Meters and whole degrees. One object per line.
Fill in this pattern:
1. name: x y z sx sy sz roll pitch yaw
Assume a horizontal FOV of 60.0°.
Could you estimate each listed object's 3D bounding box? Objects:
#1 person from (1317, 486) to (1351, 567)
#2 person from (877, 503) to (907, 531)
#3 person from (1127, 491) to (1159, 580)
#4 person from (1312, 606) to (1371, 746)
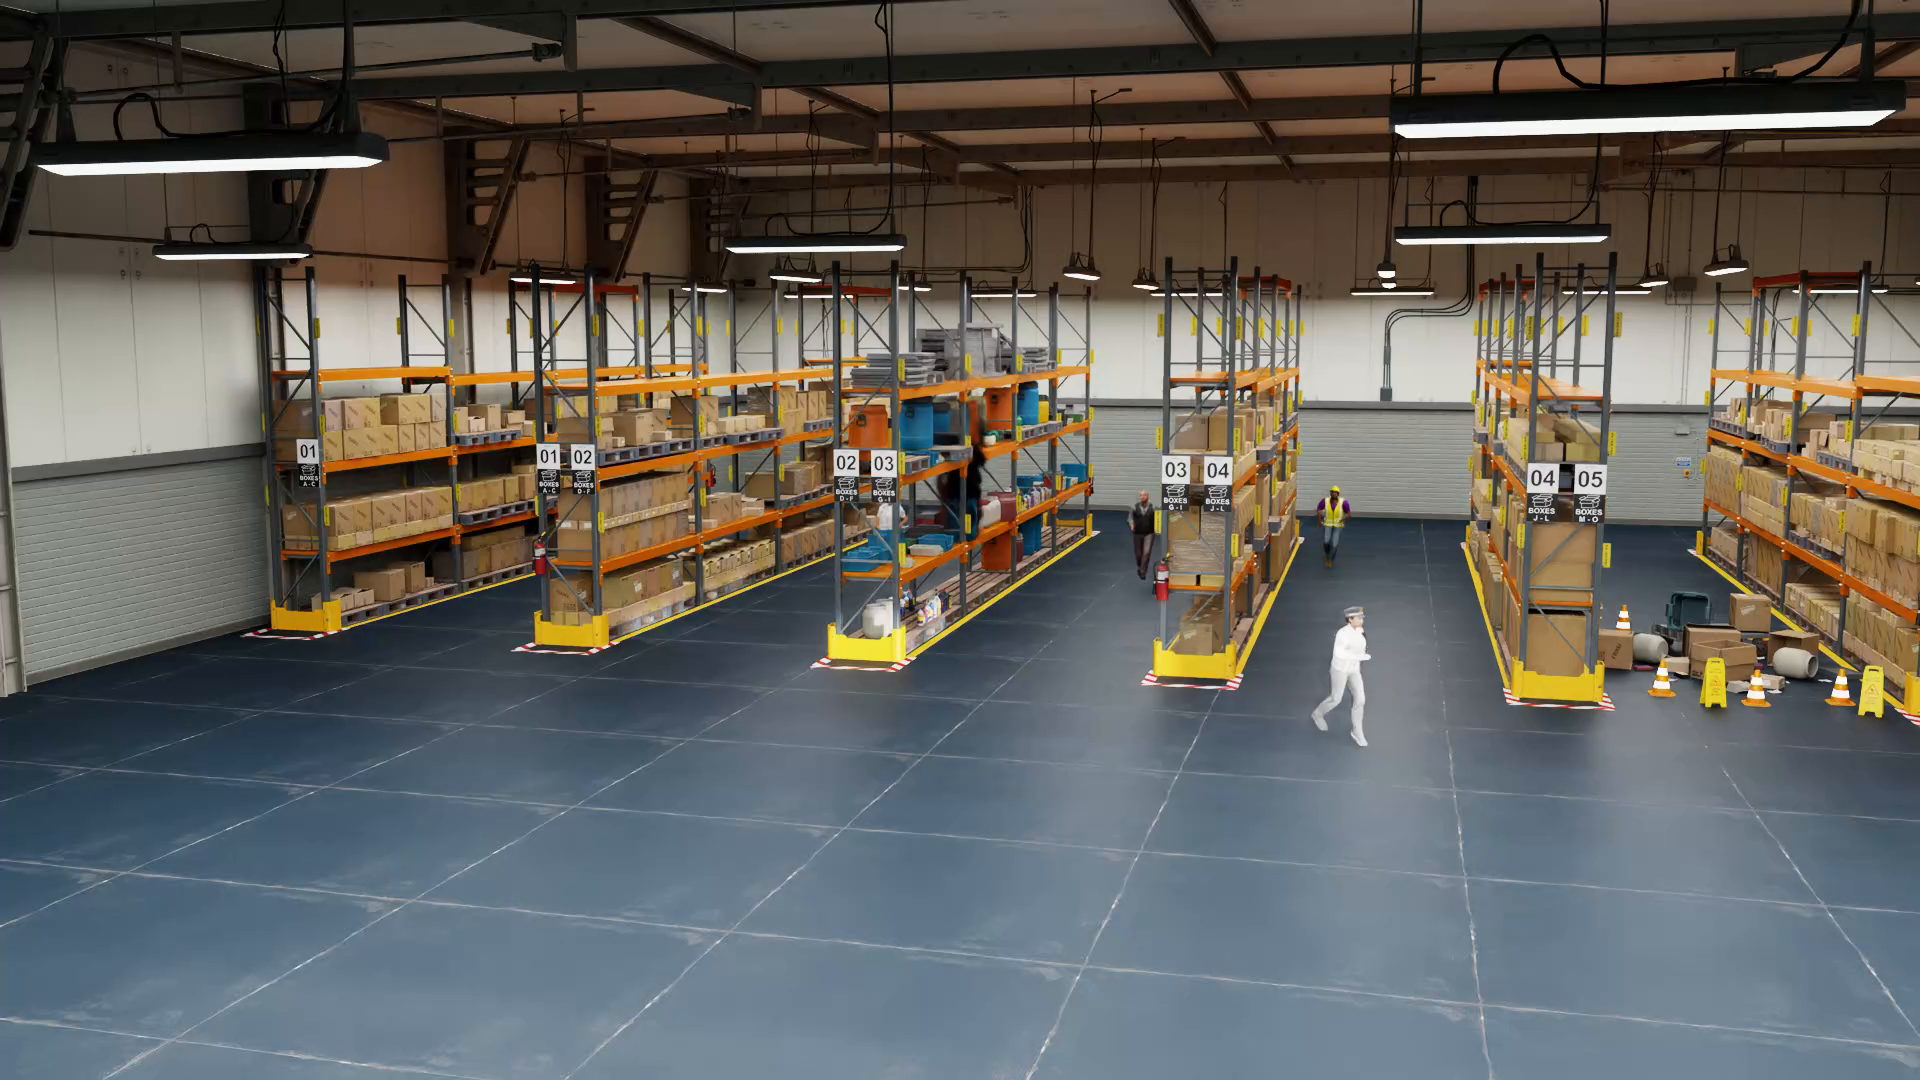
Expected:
1. person: 7.832 -0.282 34.919 0.699 1.718 0.590 2 7 14
2. person: -1.330 -0.126 31.920 0.614 1.639 0.515 2 7 14
3. person: 3.512 -0.108 31.656 0.677 1.666 0.811 1 7 11
4. person: 4.675 1.630 20.308 0.629 1.734 0.894 -5 9 -37
